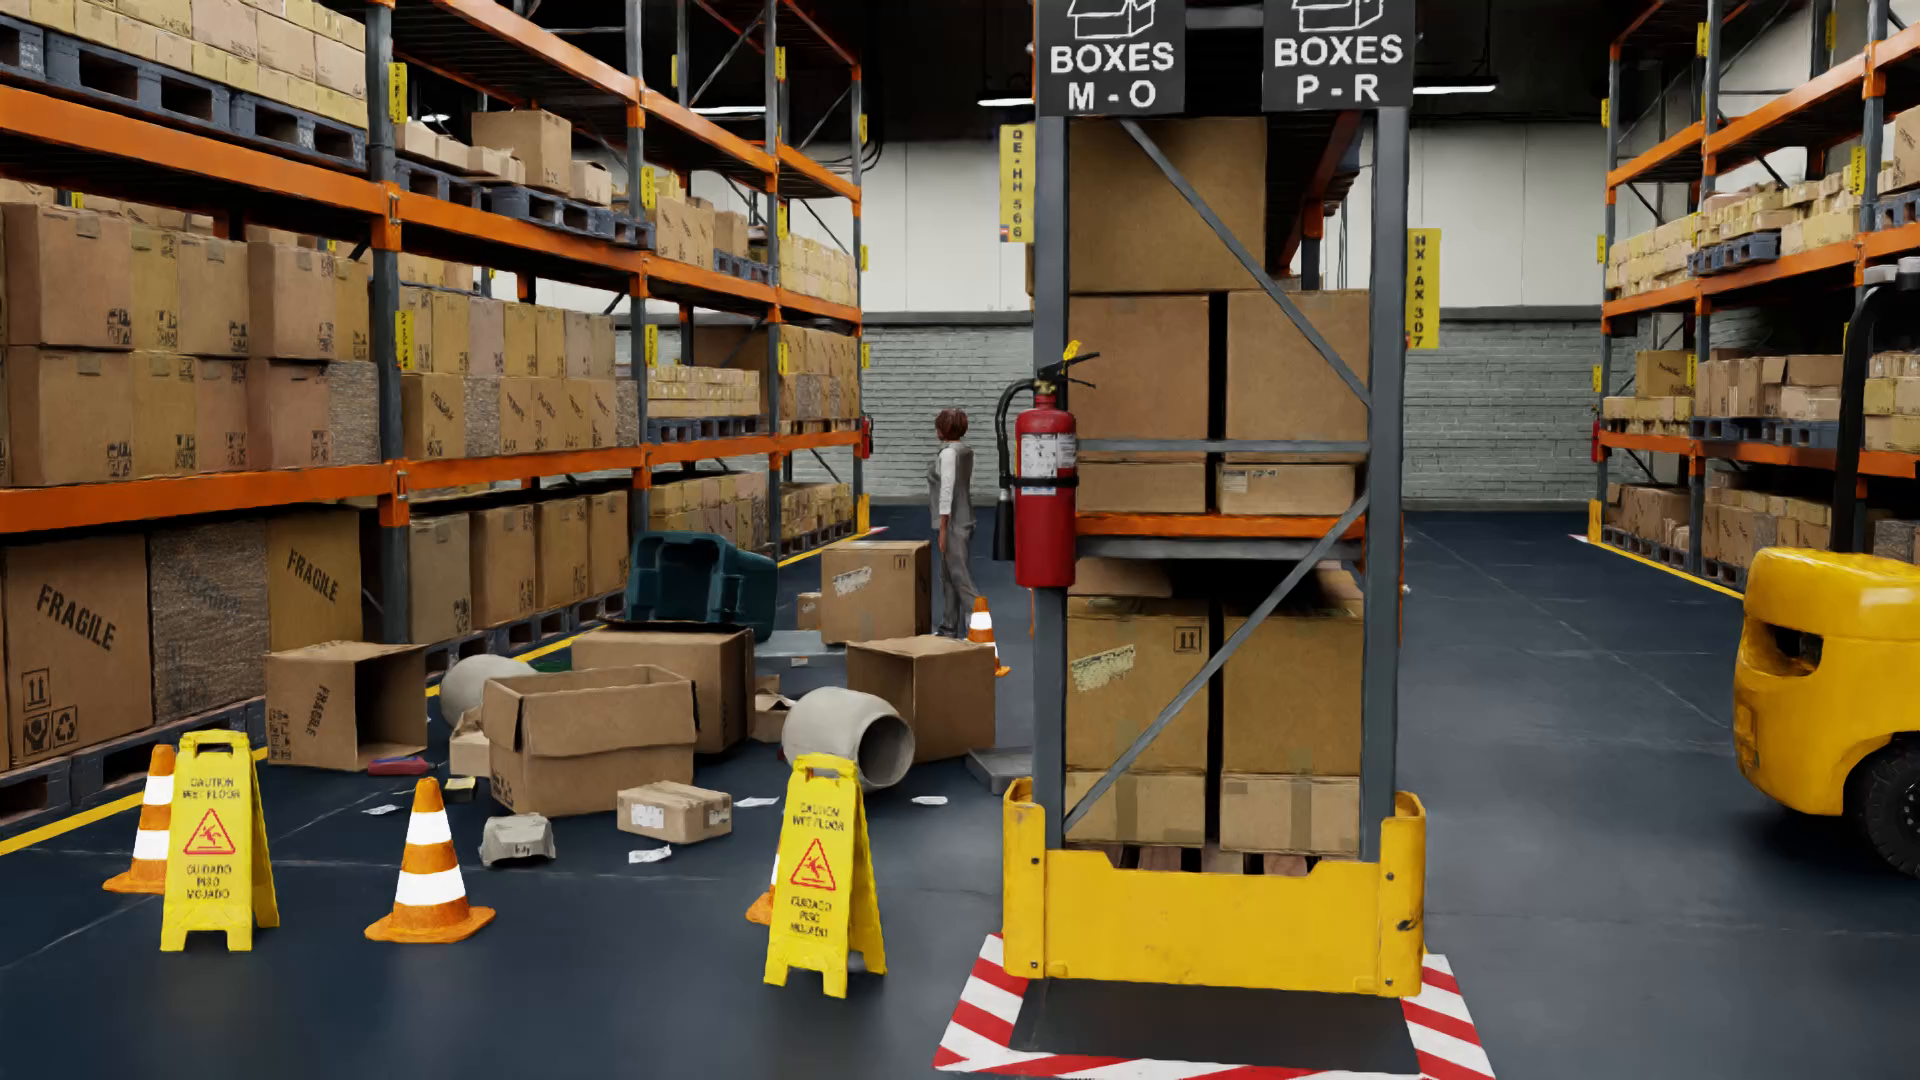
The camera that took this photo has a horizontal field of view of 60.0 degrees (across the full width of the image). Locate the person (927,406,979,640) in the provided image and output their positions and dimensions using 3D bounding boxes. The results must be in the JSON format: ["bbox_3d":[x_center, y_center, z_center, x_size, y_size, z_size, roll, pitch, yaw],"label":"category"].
[{"bbox_3d":[-0.053,-0.080,10.906,0.533,1.587,0.595,1,5,14],"label":"person"}]
